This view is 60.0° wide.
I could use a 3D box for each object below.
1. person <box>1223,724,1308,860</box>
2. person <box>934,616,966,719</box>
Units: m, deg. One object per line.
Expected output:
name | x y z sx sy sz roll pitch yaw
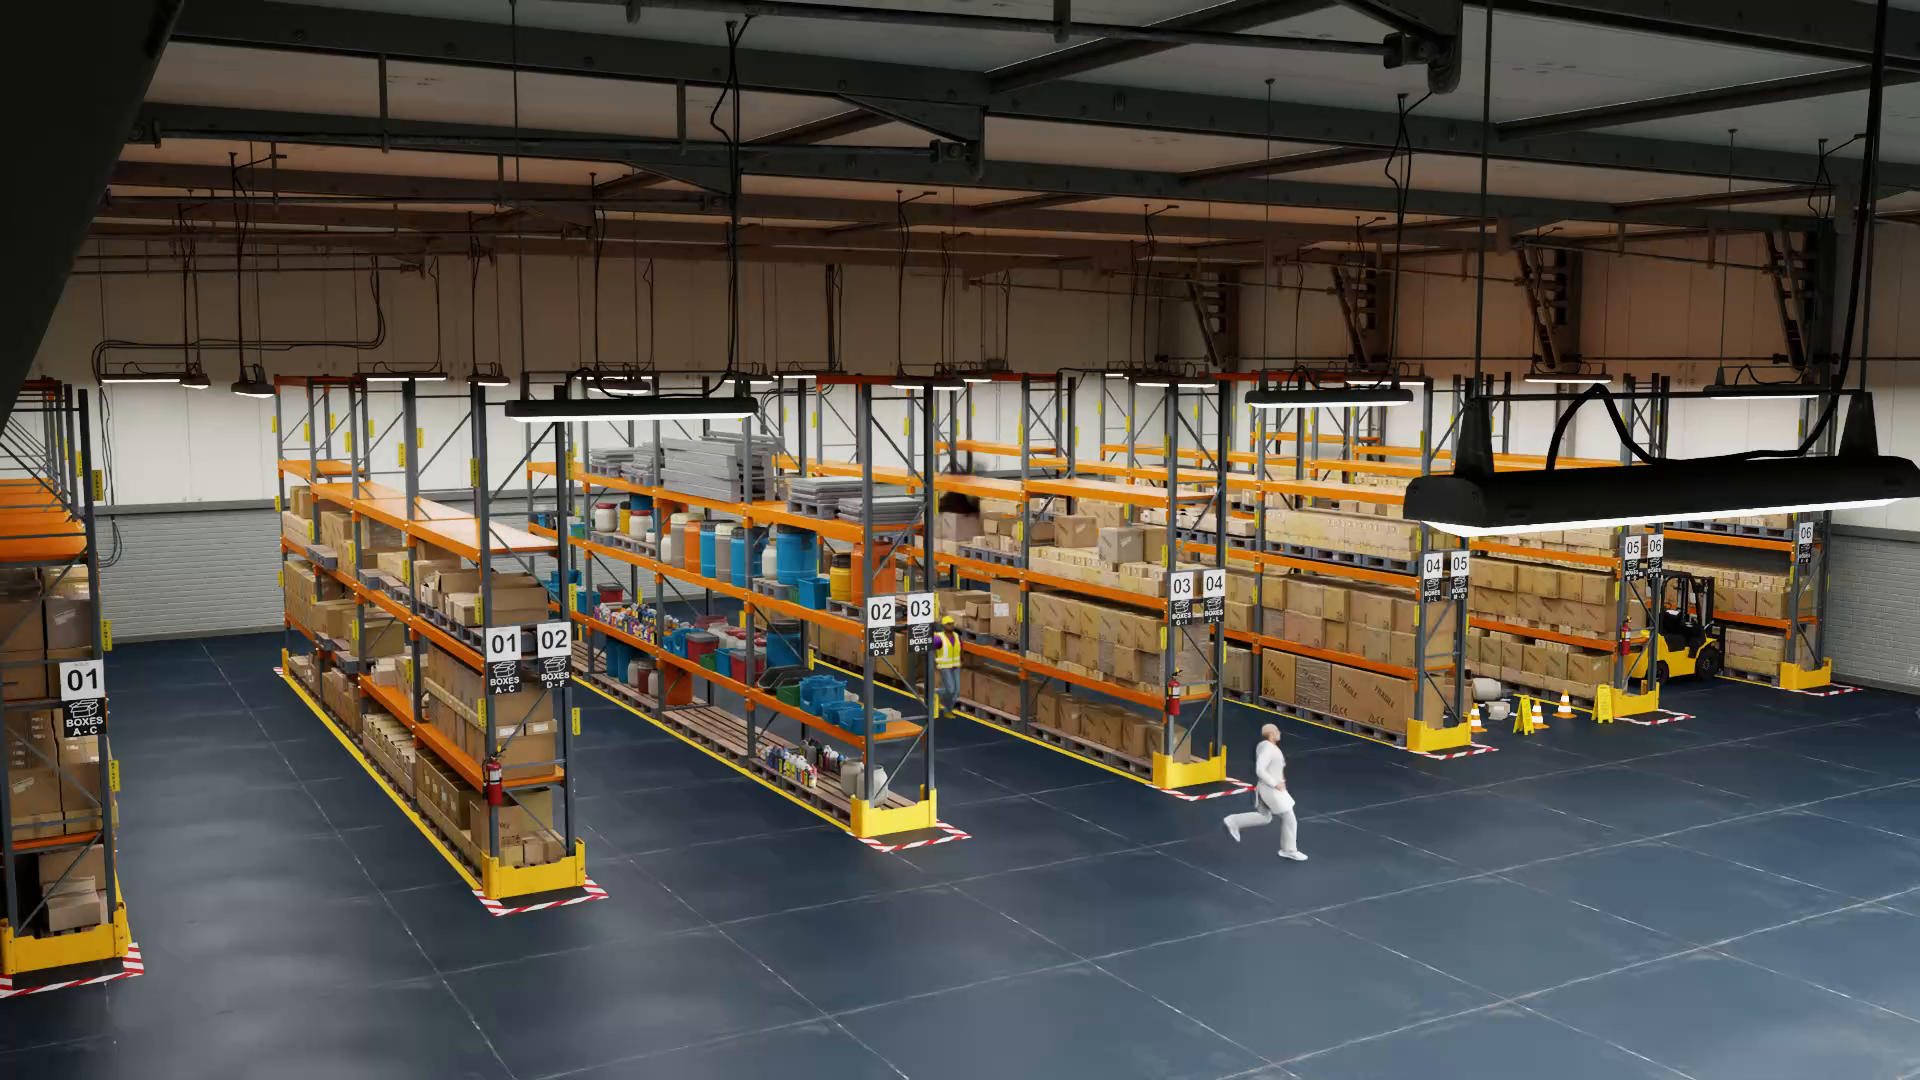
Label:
person | 3.882 3.190 21.040 1.065 1.766 0.693 0 6 -4
person | -0.198 2.132 27.910 0.701 1.728 0.587 -4 8 -35
